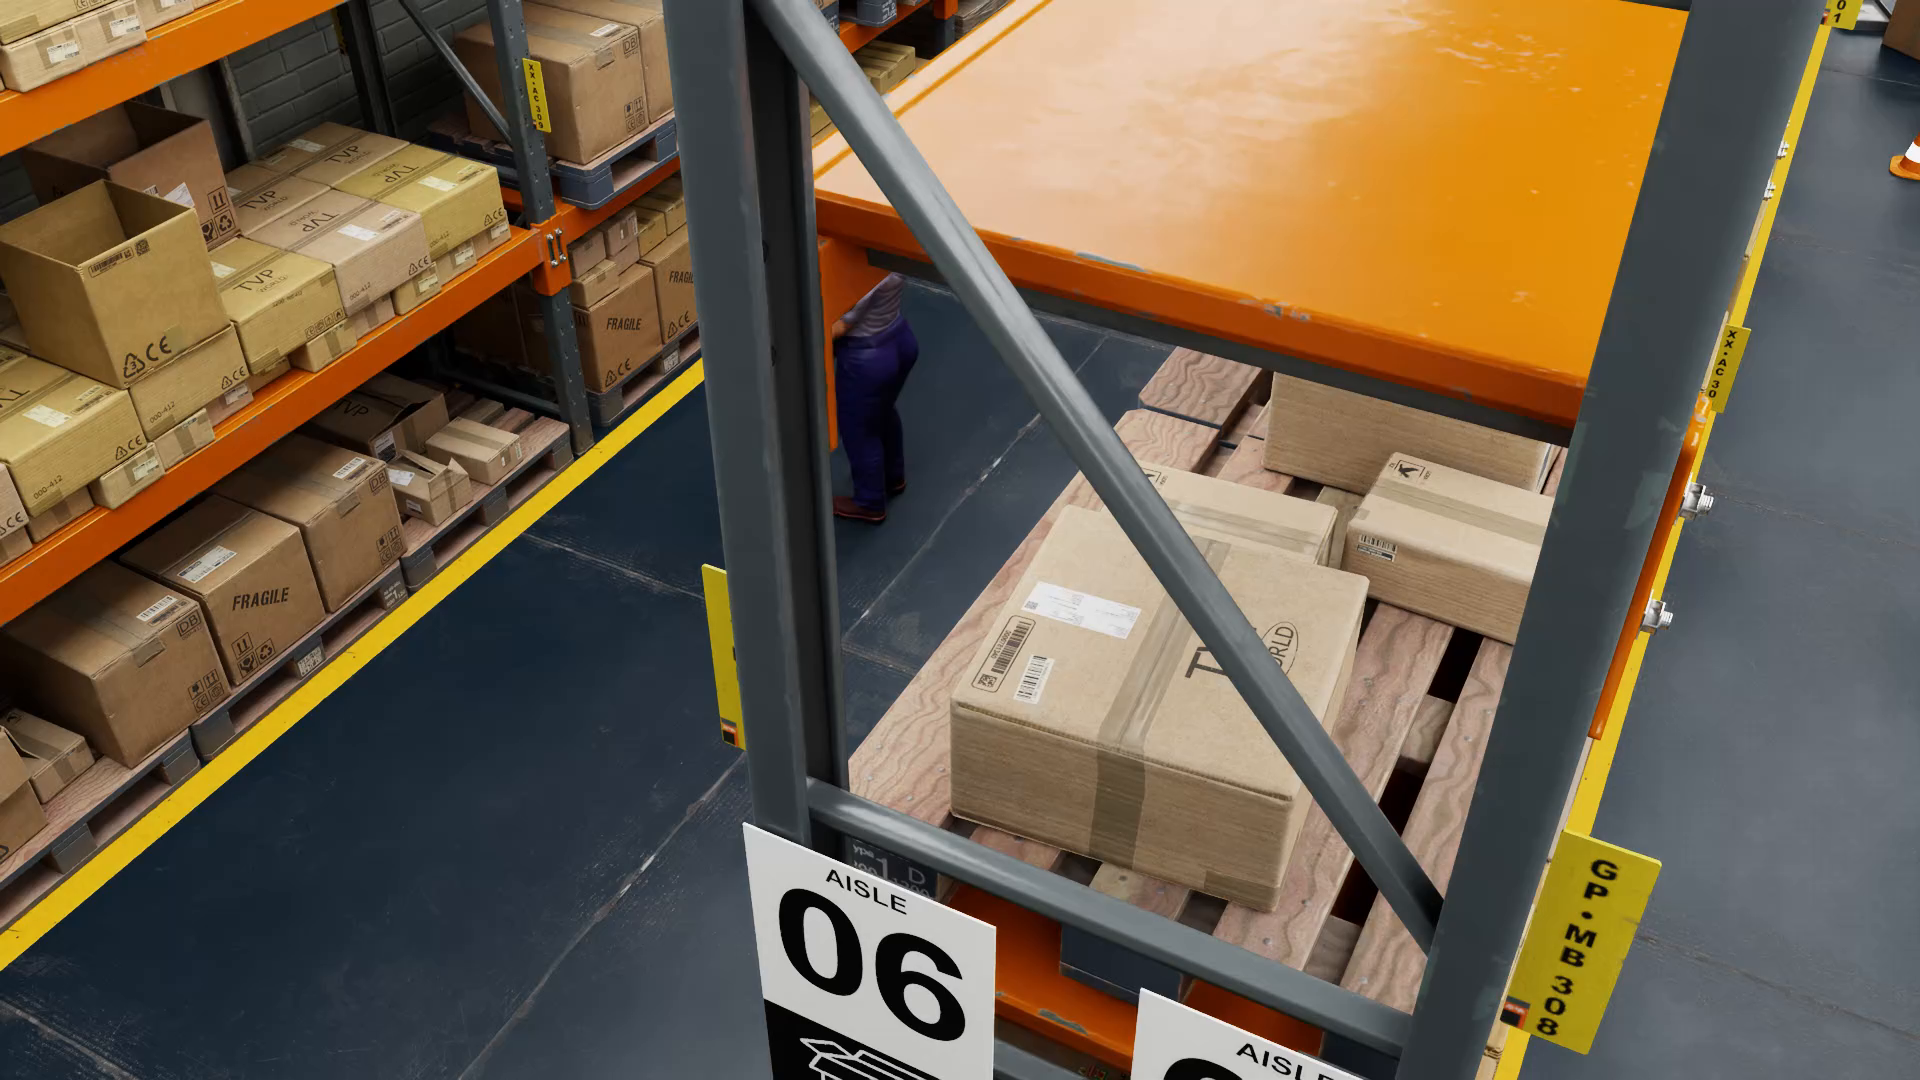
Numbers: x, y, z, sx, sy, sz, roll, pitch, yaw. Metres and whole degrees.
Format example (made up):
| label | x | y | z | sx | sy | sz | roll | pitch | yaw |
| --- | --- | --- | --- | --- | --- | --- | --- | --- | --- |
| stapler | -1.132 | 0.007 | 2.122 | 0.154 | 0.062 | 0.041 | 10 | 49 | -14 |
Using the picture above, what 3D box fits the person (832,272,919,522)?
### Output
| label | x | y | z | sx | sy | sz | roll | pitch | yaw |
| --- | --- | --- | --- | --- | --- | --- | --- | --- | --- |
| person | -0.479 | -0.869 | 7.771 | 0.511 | 1.643 | 0.455 | 19 | 42 | 23 |
